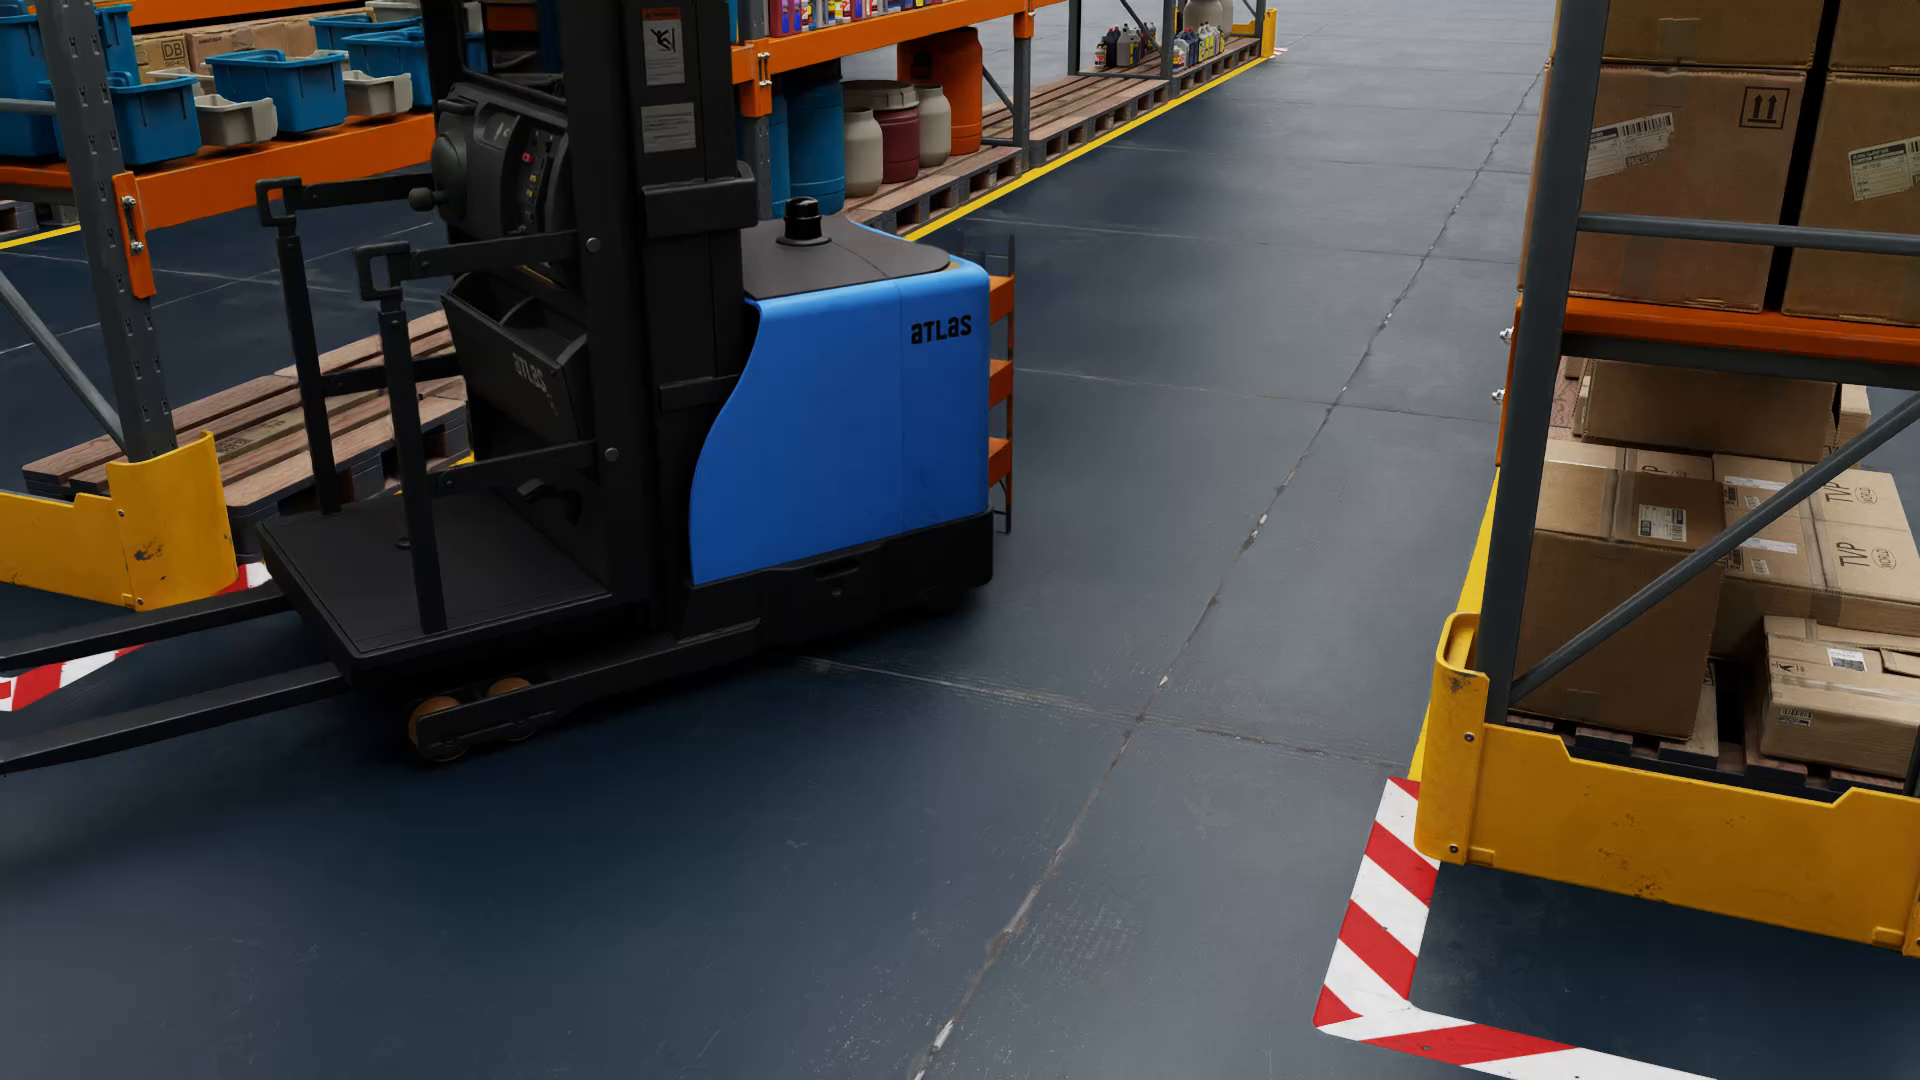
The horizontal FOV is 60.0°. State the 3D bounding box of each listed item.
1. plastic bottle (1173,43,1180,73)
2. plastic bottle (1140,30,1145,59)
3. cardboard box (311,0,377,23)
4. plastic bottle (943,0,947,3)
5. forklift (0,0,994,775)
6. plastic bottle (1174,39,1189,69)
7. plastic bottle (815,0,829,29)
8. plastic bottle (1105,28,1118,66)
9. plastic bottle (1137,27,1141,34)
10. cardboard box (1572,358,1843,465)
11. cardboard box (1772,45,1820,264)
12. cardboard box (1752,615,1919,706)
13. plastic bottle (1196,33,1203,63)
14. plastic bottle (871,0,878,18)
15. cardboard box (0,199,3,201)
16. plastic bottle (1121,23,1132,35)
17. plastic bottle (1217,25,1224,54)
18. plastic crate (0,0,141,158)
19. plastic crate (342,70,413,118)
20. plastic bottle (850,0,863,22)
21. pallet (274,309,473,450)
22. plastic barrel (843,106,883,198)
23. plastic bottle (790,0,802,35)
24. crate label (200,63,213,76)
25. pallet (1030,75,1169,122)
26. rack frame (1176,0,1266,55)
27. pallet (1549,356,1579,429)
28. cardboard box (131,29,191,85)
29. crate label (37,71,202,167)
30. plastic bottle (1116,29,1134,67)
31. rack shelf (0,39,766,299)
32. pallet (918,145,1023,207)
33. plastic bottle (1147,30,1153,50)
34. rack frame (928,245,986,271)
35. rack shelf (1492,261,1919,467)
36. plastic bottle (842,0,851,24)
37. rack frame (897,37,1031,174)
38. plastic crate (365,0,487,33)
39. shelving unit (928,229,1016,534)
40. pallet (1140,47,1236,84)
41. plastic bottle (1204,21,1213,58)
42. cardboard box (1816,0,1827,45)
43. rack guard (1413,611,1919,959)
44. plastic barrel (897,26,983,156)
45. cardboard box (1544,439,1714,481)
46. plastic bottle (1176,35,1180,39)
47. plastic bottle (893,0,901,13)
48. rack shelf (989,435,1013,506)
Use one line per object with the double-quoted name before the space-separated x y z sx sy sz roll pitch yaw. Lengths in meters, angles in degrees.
"plastic bottle" 2.035 -4.586 15.807 0.097 0.271 0.097 0 23 0
"plastic bottle" 1.835 -5.039 16.875 0.061 0.283 0.133 9 24 20
"cardboard box" -4.851 -3.838 13.258 1.225 0.875 0.875 8 24 18
"plastic bottle" -0.129 -3.497 10.488 0.097 0.201 0.097 0 23 0
"forklift" -1.403 -1.003 4.349 3.031 2.935 1.130 -15 27 -31
"plastic bottle" 2.129 -4.708 16.092 0.152 0.276 0.135 10 25 22
"plastic bottle" -0.801 -2.913 8.993 0.152 0.276 0.135 9 24 20
"plastic bottle" 1.481 -4.843 16.319 0.144 0.351 0.185 8 24 19
"plastic bottle" 1.868 -5.204 17.285 0.097 0.271 0.097 0 23 0
"cardboard box" 2.442 -0.396 5.473 0.797 0.503 0.637 9 24 20
"cardboard box" 2.246 -0.939 3.976 0.500 0.500 0.500 9 24 20
"cardboard box" 2.217 0.328 4.178 0.380 0.166 0.250 9 24 20
"plastic bottle" 2.364 -4.891 16.520 0.061 0.283 0.133 10 25 22
"plastic bottle" -0.524 -3.116 9.577 0.097 0.201 0.097 0 23 0
"cardboard box" -6.380 -2.426 9.877 0.875 0.875 0.875 9 24 20
"plastic bottle" 1.672 -5.028 16.760 0.144 0.351 0.185 9 24 20
"plastic bottle" 2.693 -5.207 17.279 0.061 0.283 0.133 9 24 21
"plastic crate" -2.997 -1.487 5.295 0.616 0.435 0.499 9 24 20
"plastic crate" -2.103 -1.590 5.928 0.250 0.136 0.298 9 24 20
"plastic bottle" -0.600 -3.062 9.341 0.061 0.283 0.133 9 24 20
"pallet" -2.151 -0.735 7.235 1.003 0.211 1.213 9 24 20
"plastic barrel" -0.689 -2.409 10.308 0.421 0.512 0.421 0 23 0
"plastic bottle" -0.881 -2.792 8.694 0.061 0.283 0.133 9 24 20
"crate label" -2.612 -1.725 6.253 0.396 0.136 0.243 9 24 20
"pallet" 1.254 -4.018 15.094 1.003 0.211 1.213 9 24 20
"rack frame" 2.995 -7.022 18.670 1.000 3.000 0.127 9 24 20
"pallet" 2.879 -0.485 6.638 1.003 0.211 1.213 9 24 20
"cardboard box" -5.842 -2.882 10.971 1.225 0.875 0.875 9 24 20
"crate label" -2.551 -1.288 5.082 0.416 0.233 0.303 9 24 20
"plastic bottle" 1.615 -4.823 16.270 0.144 0.351 0.185 9 24 20
"rack shelf" -2.205 -1.680 6.814 1.077 0.370 4.000 9 24 20
"pallet" -0.231 -2.585 11.664 1.003 0.211 1.213 9 24 20
"plastic bottle" 1.994 -5.293 17.589 0.097 0.201 0.097 0 23 0
"rack frame" -0.012 -0.435 5.429 0.200 1.050 0.008 10 25 22
"rack shelf" 2.392 -0.970 5.113 1.077 0.370 4.000 9 24 20
"plastic bottle" -0.660 -2.986 9.264 0.097 0.201 0.097 0 23 0
"rack frame" 0.023 -4.159 11.816 1.000 3.000 0.127 9 24 20
"plastic crate" -2.201 -2.181 7.155 0.437 0.282 0.530 9 24 20
"shelving unit" 0.036 -0.478 5.532 0.215 1.050 0.252 10 25 22
"pallet" 2.249 -4.977 17.390 1.003 0.211 1.213 9 24 20
"plastic bottle" 2.491 -5.087 16.903 0.144 0.351 0.185 10 25 22
"cardboard box" 2.246 -1.403 3.790 0.500 0.500 0.500 9 24 21
"rack guard" 1.678 0.540 3.808 1.175 0.500 0.348 9 24 20
"plastic barrel" -0.142 -3.174 11.728 0.600 0.830 0.708 9 24 20
"cardboard box" 2.003 -0.086 5.060 0.500 0.250 0.500 9 24 20
"plastic bottle" 2.136 -4.834 16.399 0.097 0.271 0.097 0 23 0
"plastic bottle" -0.402 -3.266 9.845 0.097 0.271 0.097 0 23 0
"rack shelf" 0.036 -0.212 5.643 0.215 0.259 0.240 10 25 22
